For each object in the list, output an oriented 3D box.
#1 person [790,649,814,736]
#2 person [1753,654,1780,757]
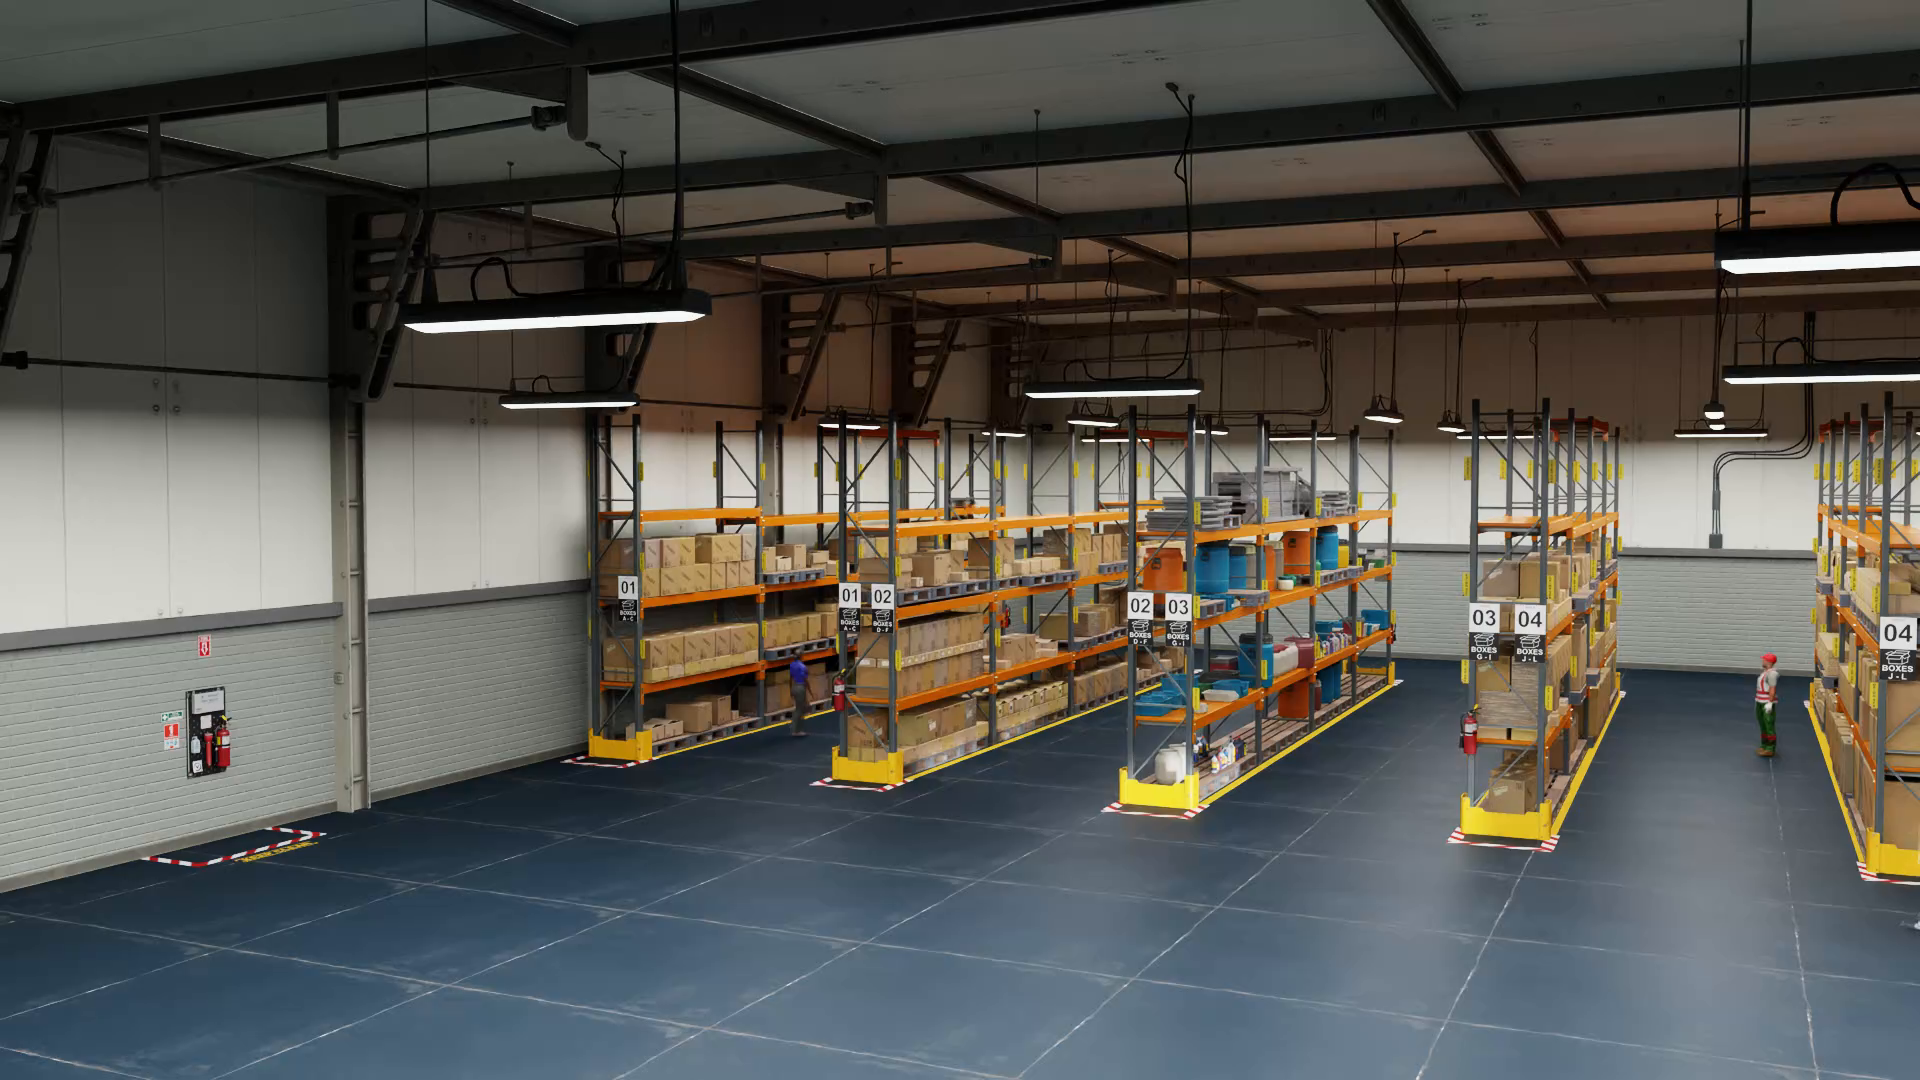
[{"bbox_3d":[-2.975,2.896,31.389,0.490,1.695,0.501,-1,2,-15],"label":"person"},{"bbox_3d":[14.244,2.905,29.413,0.460,1.790,0.556,0,2,-11],"label":"person"}]
